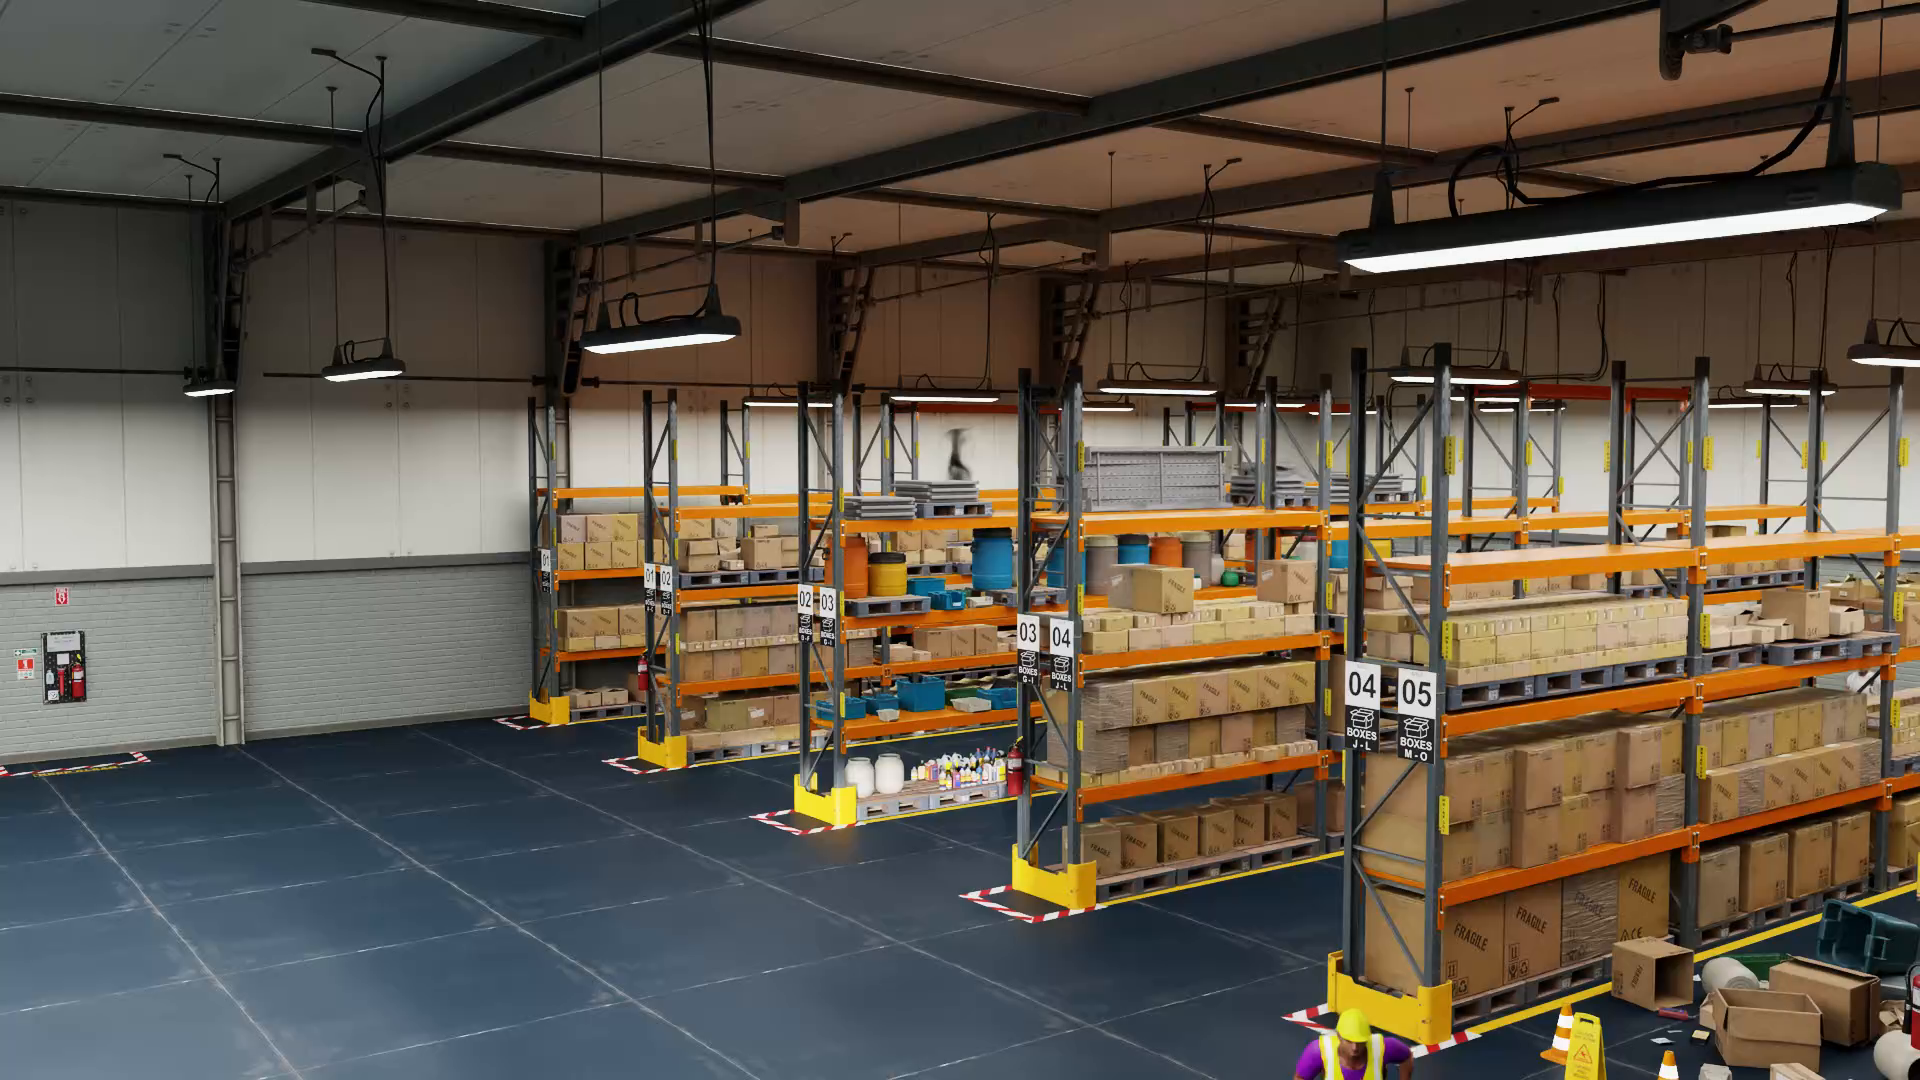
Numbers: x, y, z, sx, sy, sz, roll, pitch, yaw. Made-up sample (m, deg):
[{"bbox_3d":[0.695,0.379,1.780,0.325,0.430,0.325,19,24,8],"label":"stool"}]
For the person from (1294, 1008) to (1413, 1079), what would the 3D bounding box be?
[{"bbox_3d":[2.494,3.715,10.591,0.744,1.715,1.056,0,3,8],"label":"person"}]

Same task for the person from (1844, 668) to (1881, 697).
[{"bbox_3d":[14.411,2.748,26.439,0.744,1.802,0.771,3,5,42],"label":"person"}]
